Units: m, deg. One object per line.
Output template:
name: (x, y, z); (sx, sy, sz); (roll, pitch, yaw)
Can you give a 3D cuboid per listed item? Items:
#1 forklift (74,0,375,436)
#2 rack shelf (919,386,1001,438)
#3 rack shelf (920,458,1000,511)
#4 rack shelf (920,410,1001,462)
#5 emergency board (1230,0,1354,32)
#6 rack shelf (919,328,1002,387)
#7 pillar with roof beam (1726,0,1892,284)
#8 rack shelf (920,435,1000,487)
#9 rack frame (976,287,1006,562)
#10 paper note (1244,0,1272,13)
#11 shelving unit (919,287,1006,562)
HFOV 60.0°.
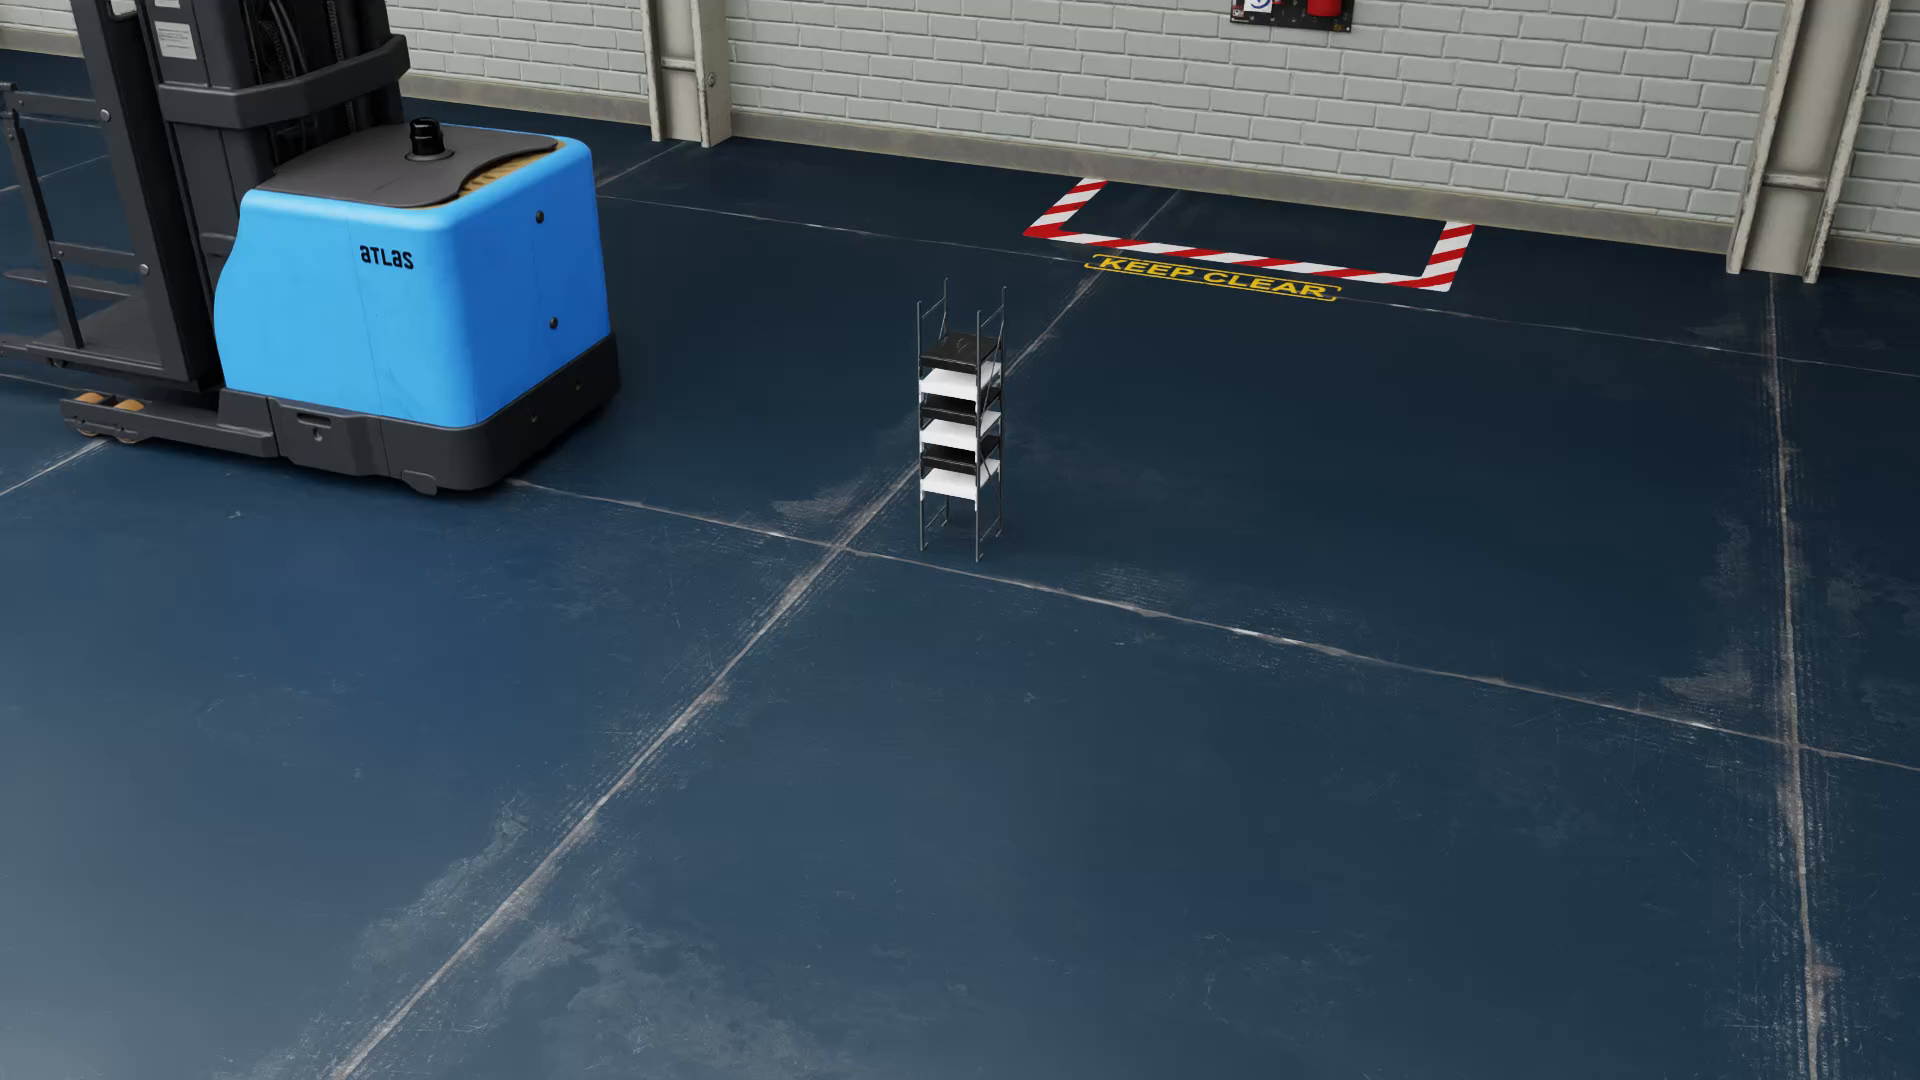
forklift: (-2.936, -1.878, 6.094); (3.031, 2.935, 1.121); (10, 31, 18)
rack shelf: (0.008, -0.440, 5.498); (0.200, 0.077, 0.258); (11, 31, 19)
rack shelf: (-7.404, -3.082, 10.924); (18.464, 0.275, 6.000); (11, 31, 19)
rack shelf: (0.008, -0.361, 5.542); (0.200, 0.077, 0.258); (11, 31, 19)
emergency board: (1.671, -3.106, 8.197); (0.643, 1.169, 0.194); (11, 31, 19)
rack shelf: (0.008, -0.596, 5.409); (0.200, 0.077, 0.258); (11, 31, 19)
pillar with roof beam: (2.328, -3.280, 2.408); (0.400, 9.000, 9.100); (11, 31, 19)
rack shelf: (0.008, -0.283, 5.587); (0.200, 0.077, 0.258); (11, 31, 19)
rack frame: (0.102, -0.371, 5.493); (0.006, 0.900, 0.240); (11, 31, 19)
paper note: (1.533, -2.787, 8.527); (0.142, 0.148, 0.016); (11, 31, 19)
shelving unit: (-7.401, -3.354, 10.769); (18.469, 0.900, 6.000); (11, 31, 19)
